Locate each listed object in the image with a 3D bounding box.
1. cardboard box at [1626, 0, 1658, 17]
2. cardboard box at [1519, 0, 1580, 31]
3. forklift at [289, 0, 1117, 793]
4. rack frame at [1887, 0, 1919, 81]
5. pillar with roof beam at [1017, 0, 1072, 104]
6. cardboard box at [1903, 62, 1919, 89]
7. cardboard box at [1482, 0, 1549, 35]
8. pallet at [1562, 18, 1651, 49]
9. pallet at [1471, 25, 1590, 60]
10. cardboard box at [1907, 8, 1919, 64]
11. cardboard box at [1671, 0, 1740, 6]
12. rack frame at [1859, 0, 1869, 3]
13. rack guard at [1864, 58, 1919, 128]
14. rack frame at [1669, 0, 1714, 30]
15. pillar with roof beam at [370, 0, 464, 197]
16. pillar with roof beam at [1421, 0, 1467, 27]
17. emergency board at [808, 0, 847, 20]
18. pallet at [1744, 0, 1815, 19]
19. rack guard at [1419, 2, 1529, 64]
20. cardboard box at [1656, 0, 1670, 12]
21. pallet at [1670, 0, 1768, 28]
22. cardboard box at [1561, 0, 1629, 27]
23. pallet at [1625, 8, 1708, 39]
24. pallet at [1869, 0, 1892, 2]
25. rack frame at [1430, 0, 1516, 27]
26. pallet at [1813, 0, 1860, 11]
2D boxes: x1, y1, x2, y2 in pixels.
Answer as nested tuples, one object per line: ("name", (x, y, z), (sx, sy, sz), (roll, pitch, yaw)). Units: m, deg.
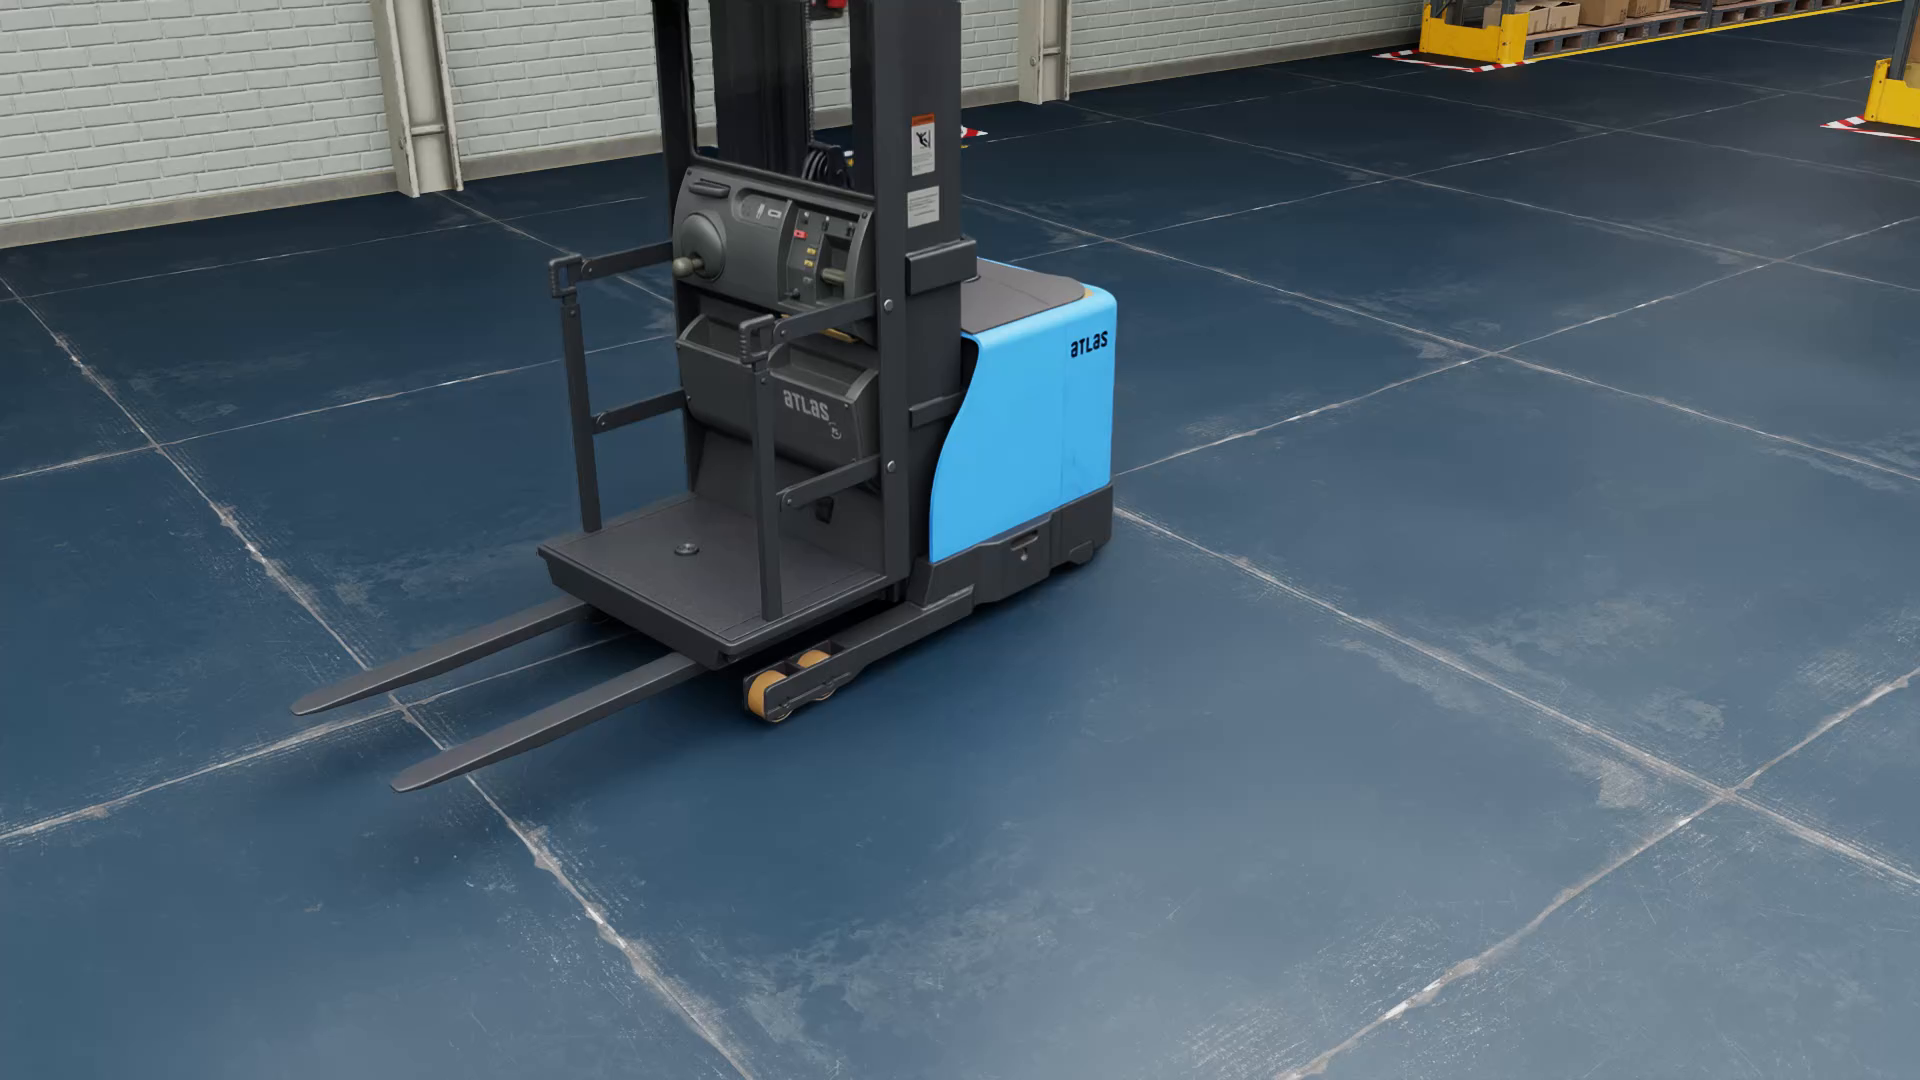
("cardboard box", (7.847, -6.433, 19.494), (0.500, 0.500, 0.500), (-21, 32, -38))
("cardboard box", (6.540, -5.889, 18.546), (0.500, 0.311, 0.500), (-15, 29, -30))
("forklift", (-0.779, -0.975, 5.369), (1.130, 2.935, 3.031), (22, 33, 39))
("rack frame", (8.551, -4.971, 13.897), (0.127, 3.000, 1.000), (-18, 31, -34))
("pillar with roof beam", (3.443, -6.815, 10.746), (0.400, 9.000, 9.100), (-18, 31, -34))
("cardboard box", (8.791, -4.151, 14.898), (0.500, 0.250, 0.500), (-18, 31, -34))
("cardboard box", (6.091, -5.740, 18.227), (0.500, 0.311, 0.500), (-23, 33, -40))
("pallet", (7.172, -5.880, 19.169), (1.213, 0.211, 1.003), (-18, 31, -34))
("pallet", (6.212, -5.565, 18.490), (1.213, 0.211, 1.003), (-18, 31, -34))
("cardboard box", (8.789, -4.492, 14.742), (0.500, 0.500, 0.500), (-18, 31, -34))
("cardboard box", (9.208, -6.912, 20.527), (0.500, 0.500, 0.700), (-17, 30, -32))
("rack frame", (11.787, -8.689, 21.908), (0.127, 3.000, 1.000), (-18, 31, -34))
("rack guard", (8.532, -3.830, 14.410), (0.348, 0.500, 1.175), (-18, 31, -34))
("rack frame", (8.639, -7.650, 19.670), (0.127, 3.000, 1.000), (-18, 31, -34))
("pillar with roof beam", (-1.278, -5.257, 7.388), (0.400, 9.000, 9.100), (-18, 31, -34))
("pillar with roof beam", (8.165, -8.374, 14.104), (0.400, 9.000, 9.100), (-18, 31, -34))
("emergency board", (-1.181, -4.891, 13.726), (0.643, 1.169, 0.194), (-18, 31, -34))
("pallet", (10.211, -6.906, 21.380), (1.213, 0.211, 1.003), (-18, 31, -34))
("rack guard", (5.551, -5.496, 17.999), (0.348, 0.500, 1.175), (-18, 31, -34))
("cardboard box", (8.237, -6.415, 19.853), (0.380, 0.166, 0.250), (22, 33, 39))
("pallet", (9.251, -6.588, 20.693), (1.213, 0.211, 1.003), (-18, 31, -34))
("cardboard box", (7.148, -6.148, 18.881), (0.500, 0.500, 0.700), (-21, 32, -37))
("pallet", (8.132, -6.199, 19.855), (1.213, 0.211, 1.003), (-18, 31, -34))
("pallet", (12.454, -7.604, 22.883), (1.213, 0.211, 1.003), (-18, 31, -34))
("rack frame", (5.491, -6.611, 17.431), (0.127, 3.000, 1.000), (-18, 31, -34))
("pallet", (11.171, -7.221, 22.059), (1.213, 0.211, 1.003), (-18, 31, -34))
